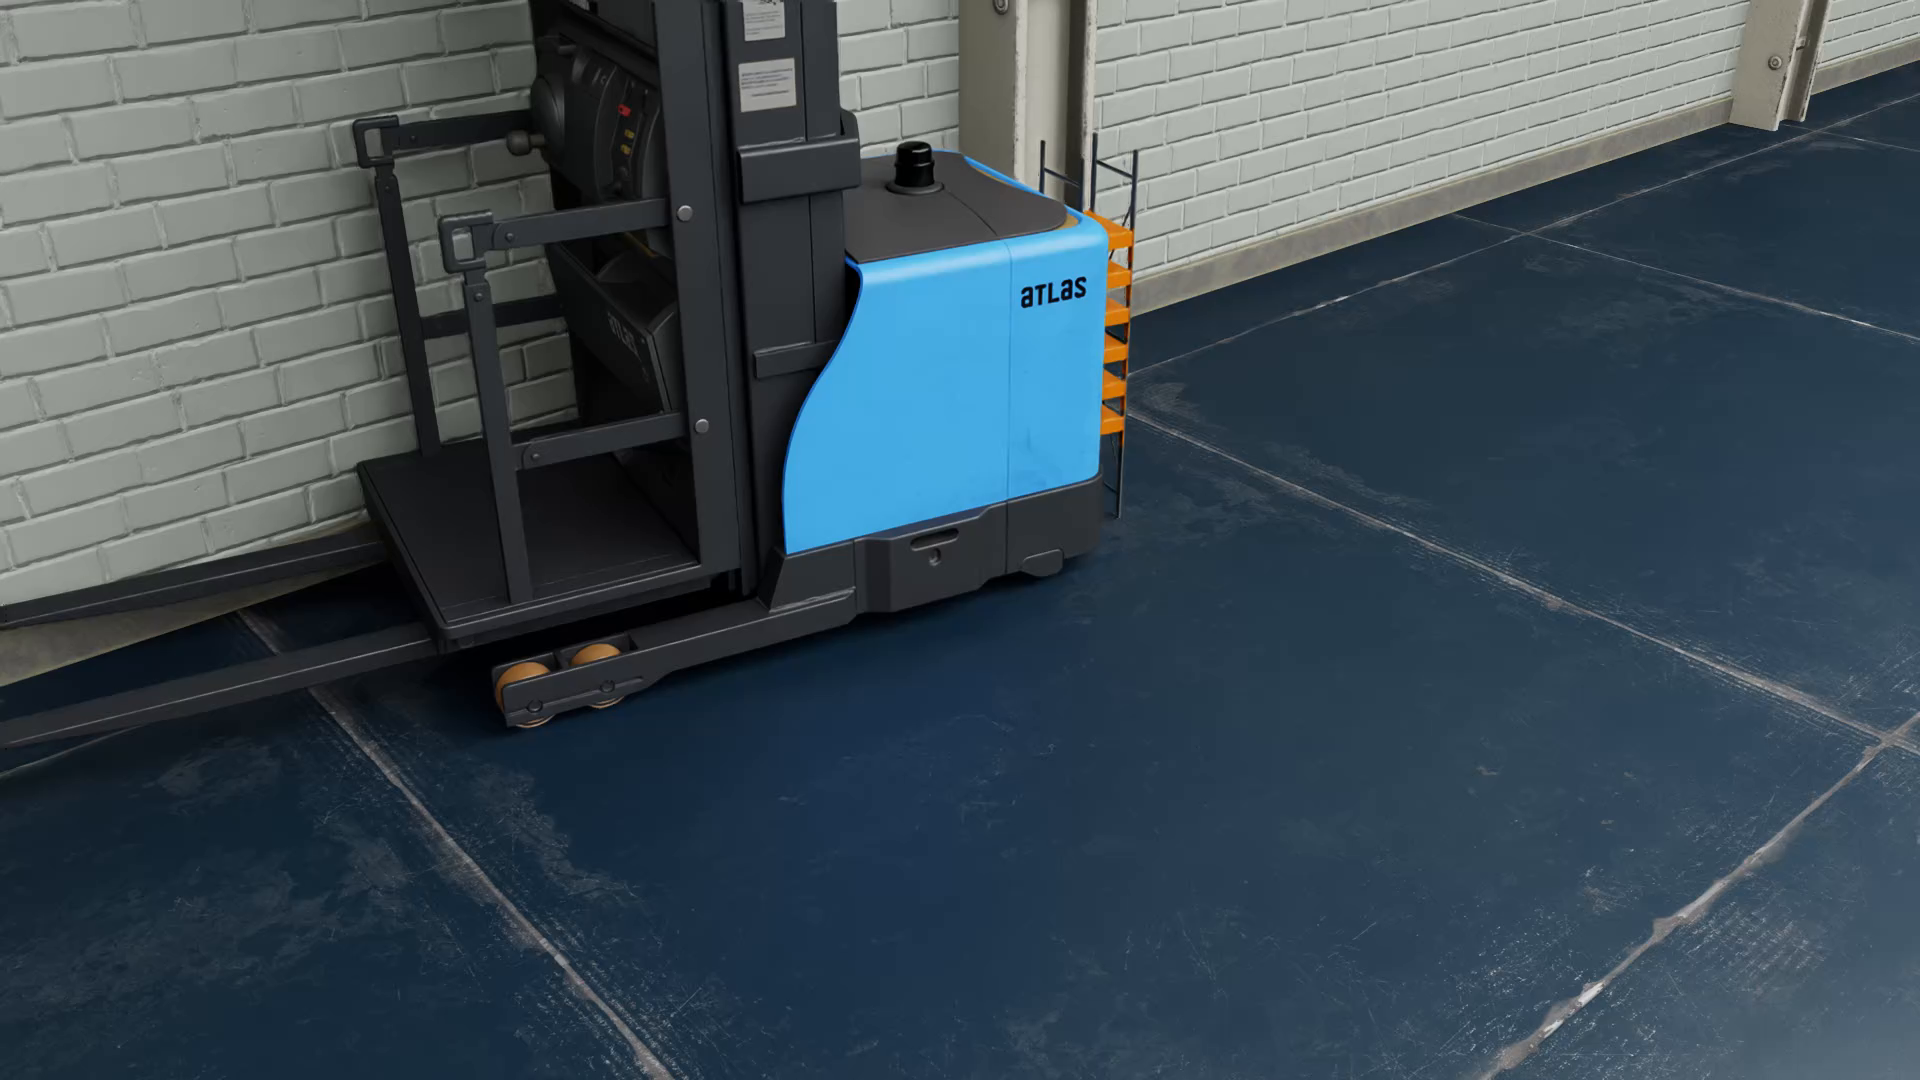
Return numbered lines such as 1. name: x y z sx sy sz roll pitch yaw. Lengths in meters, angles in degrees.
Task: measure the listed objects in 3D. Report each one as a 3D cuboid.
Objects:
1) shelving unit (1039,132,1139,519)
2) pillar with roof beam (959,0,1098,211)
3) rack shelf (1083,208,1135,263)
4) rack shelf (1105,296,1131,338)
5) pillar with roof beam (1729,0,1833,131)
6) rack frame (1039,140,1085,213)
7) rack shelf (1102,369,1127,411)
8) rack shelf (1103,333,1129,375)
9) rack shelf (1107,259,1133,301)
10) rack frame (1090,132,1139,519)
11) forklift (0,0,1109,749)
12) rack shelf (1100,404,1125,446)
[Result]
1. shelving unit: 0.378 -0.625 5.147 0.189 1.200 0.258 -14 31 -25
2. pillar with roof beam: 3.036 -3.097 1.497 0.400 9.000 9.100 -22 35 -35
3. rack shelf: 0.378 -0.904 4.998 0.180 0.103 0.258 -14 31 -25
4. rack shelf: 0.378 -0.692 5.112 0.180 0.103 0.258 -14 31 -25
5. pillar with roof beam: 7.600 -4.932 4.931 0.400 9.000 9.100 -22 35 -35
6. rack frame: 0.298 -0.605 5.109 0.006 1.200 0.240 -14 31 -25
7. rack shelf: 0.378 -0.480 5.225 0.180 0.103 0.258 -14 31 -25
8. rack shelf: 0.378 -0.586 5.168 0.180 0.103 0.258 -14 31 -25
9. rack shelf: 0.378 -0.798 5.055 0.180 0.103 0.258 -14 31 -25
10. rack frame: 0.458 -0.646 5.186 0.006 1.200 0.240 -14 31 -25
11. forklift: -1.113 -1.088 4.177 3.031 2.935 1.130 -14 31 -25
12. rack shelf: 0.378 -0.374 5.281 0.180 0.103 0.258 -14 31 -25
